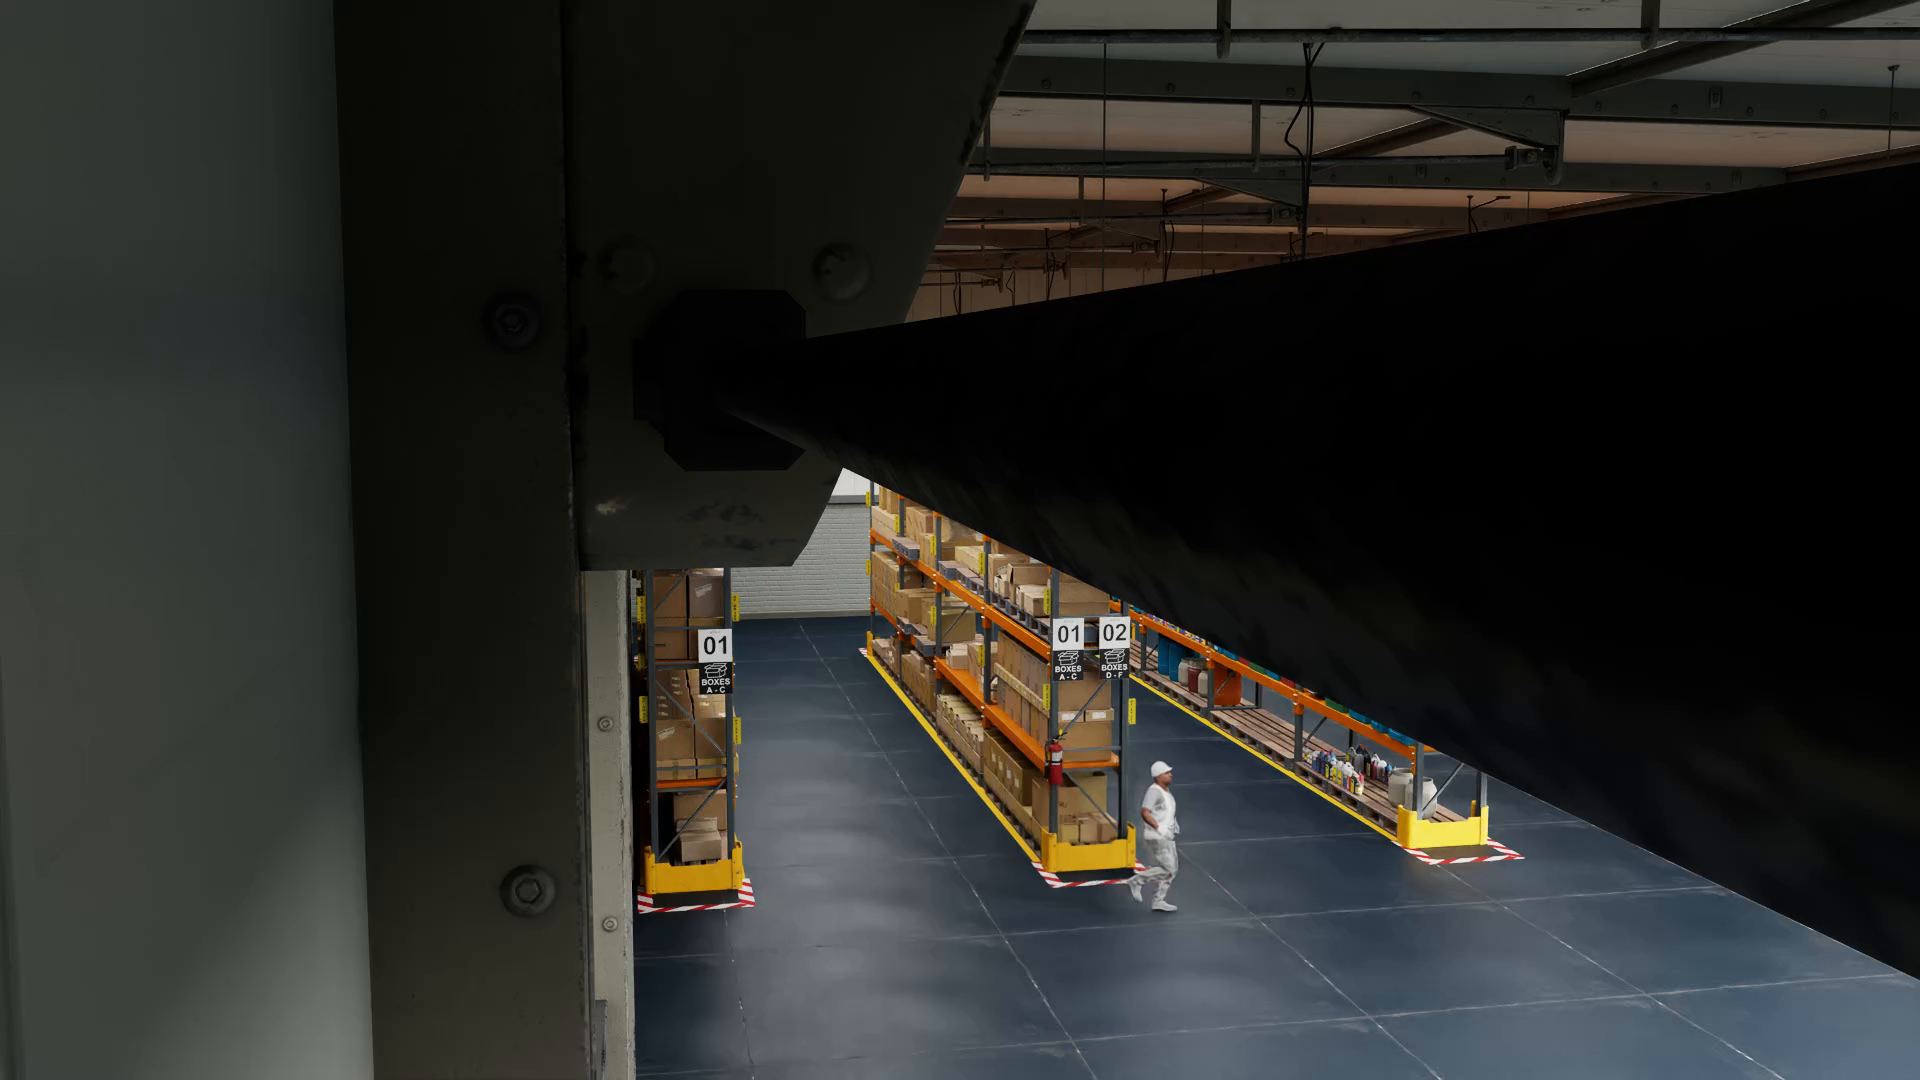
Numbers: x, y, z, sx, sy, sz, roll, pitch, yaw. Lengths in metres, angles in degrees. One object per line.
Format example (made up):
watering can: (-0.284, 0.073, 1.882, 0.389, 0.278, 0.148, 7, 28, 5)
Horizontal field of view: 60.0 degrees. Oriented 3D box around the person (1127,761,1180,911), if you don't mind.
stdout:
person: (2.284, 3.445, 19.459, 0.579, 1.729, 0.715, 2, 6, 19)
